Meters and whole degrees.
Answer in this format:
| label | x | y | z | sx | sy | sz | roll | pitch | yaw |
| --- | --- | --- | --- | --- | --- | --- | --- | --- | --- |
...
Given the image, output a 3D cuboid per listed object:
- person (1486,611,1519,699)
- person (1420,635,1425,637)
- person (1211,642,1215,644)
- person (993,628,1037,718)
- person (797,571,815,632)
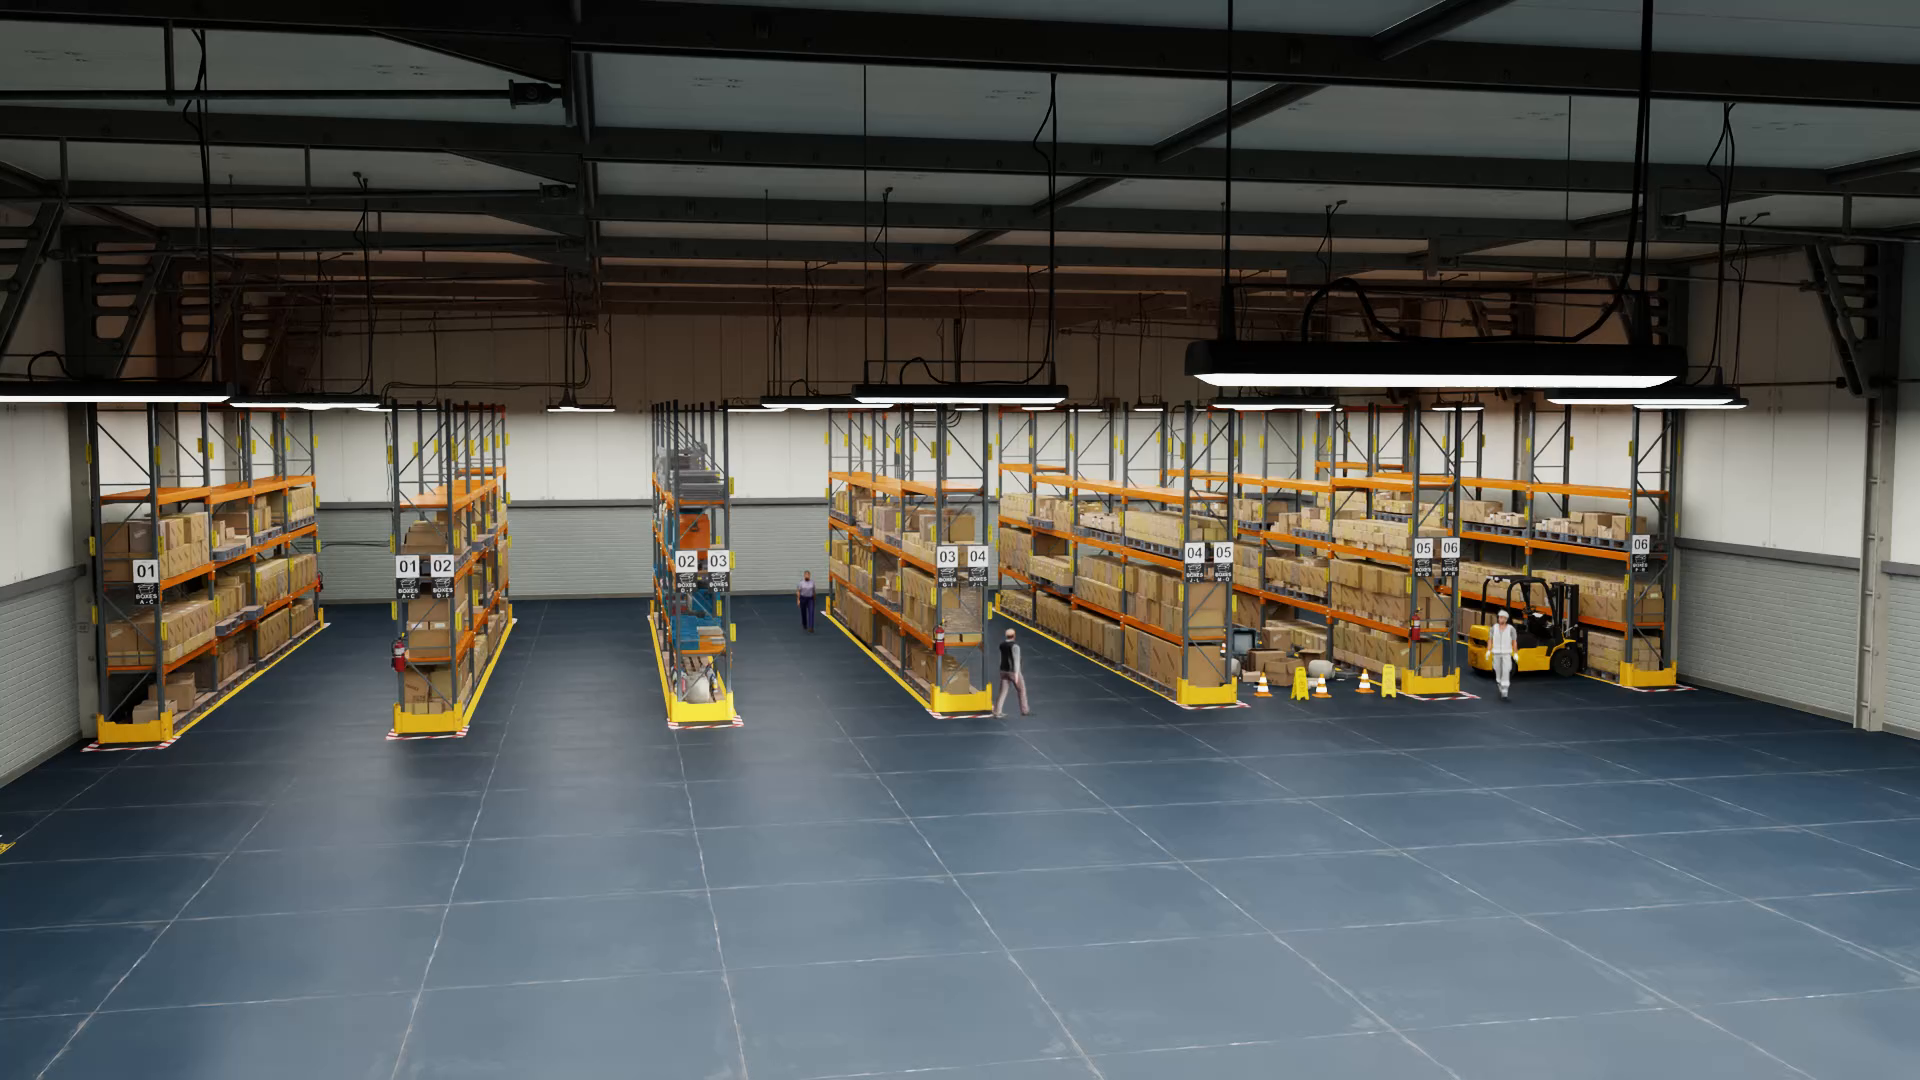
| label | x | y | z | sx | sy | sz | roll | pitch | yaw |
| --- | --- | --- | --- | --- | --- | --- | --- | --- | --- |
| person | 10.969 | 2.307 | 33.643 | 0.626 | 1.748 | 1.022 | 2 | 5 | 24 |
| person | 11.093 | 1.870 | 40.237 | 0.484 | 1.697 | 0.388 | -4 | 6 | -40 |
| person | 6.026 | 1.856 | 39.729 | 0.650 | 1.771 | 0.662 | -4 | 6 | -40 |
| person | 0.972 | 2.507 | 31.413 | 0.594 | 1.694 | 0.863 | 4 | 6 | 44 |
| person | -4.054 | 1.604 | 43.830 | 0.496 | 1.591 | 1.001 | 0 | 4 | -6 |
